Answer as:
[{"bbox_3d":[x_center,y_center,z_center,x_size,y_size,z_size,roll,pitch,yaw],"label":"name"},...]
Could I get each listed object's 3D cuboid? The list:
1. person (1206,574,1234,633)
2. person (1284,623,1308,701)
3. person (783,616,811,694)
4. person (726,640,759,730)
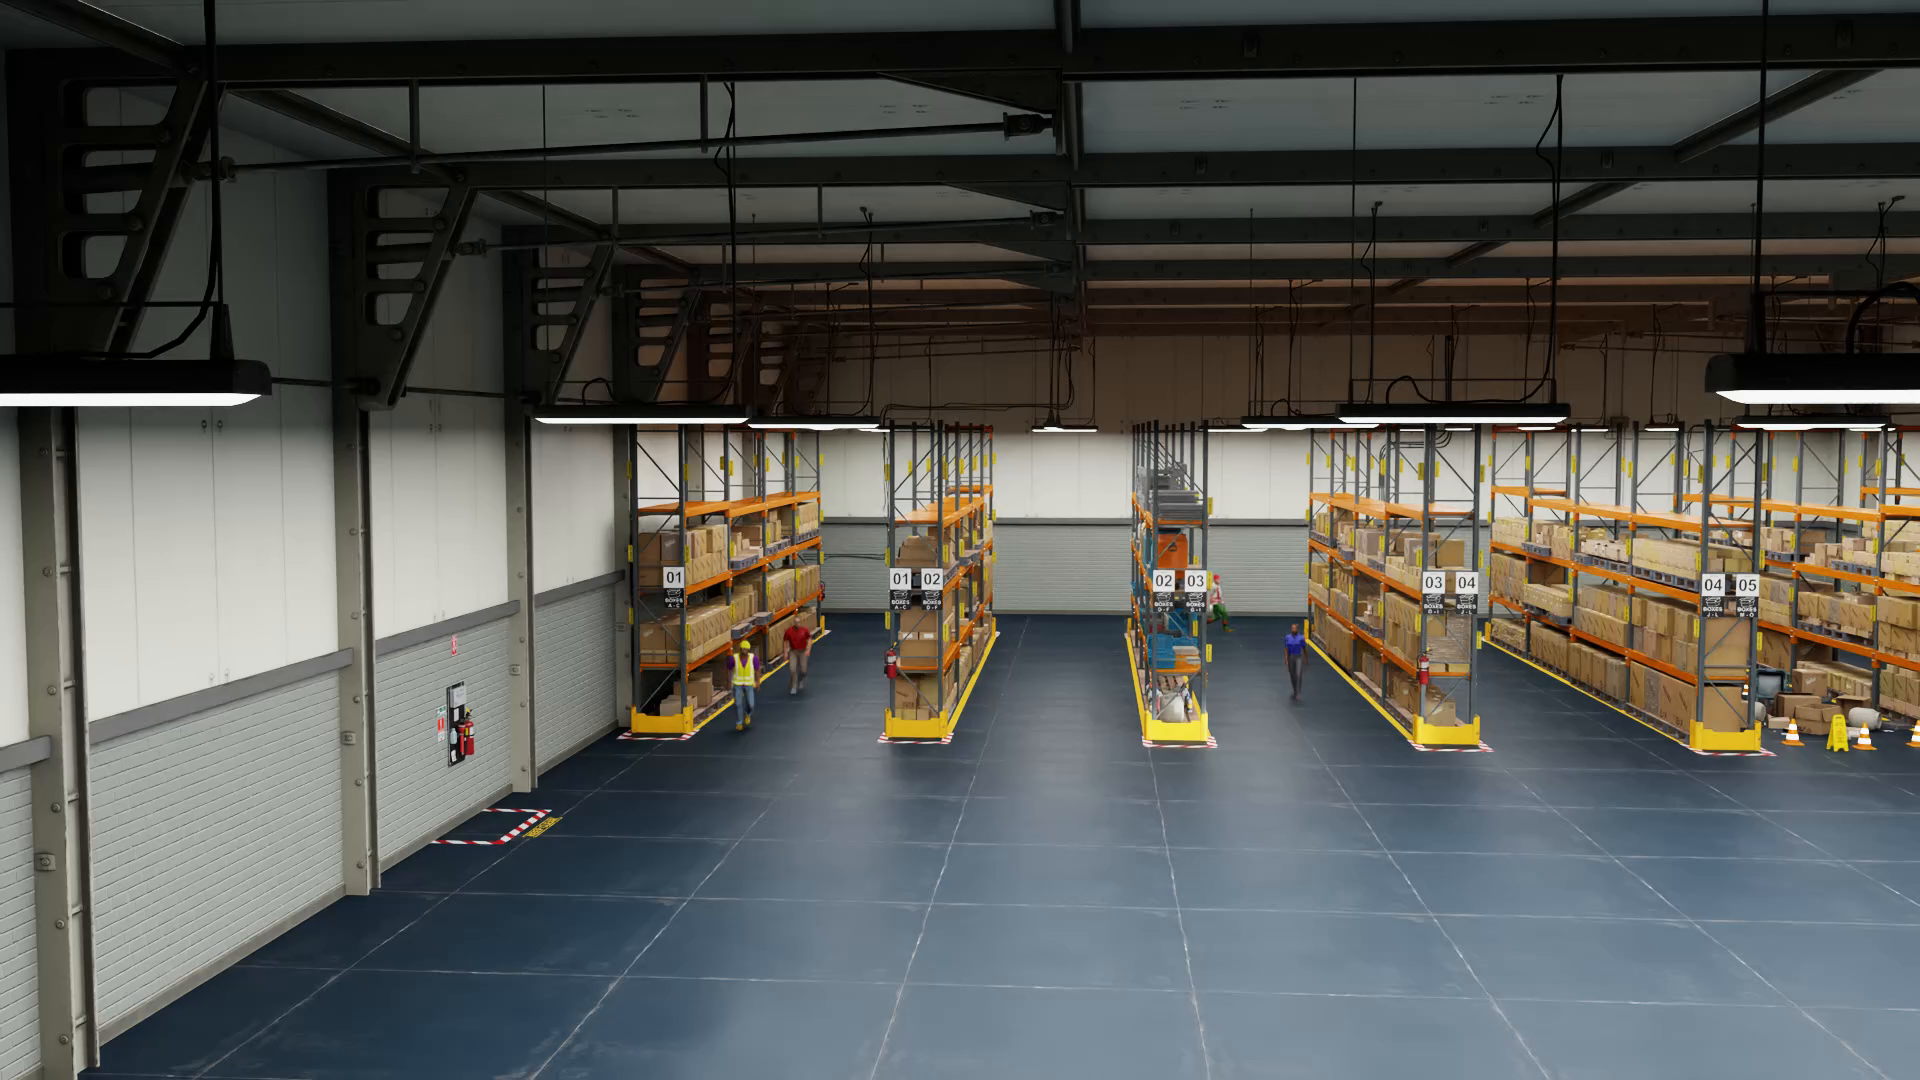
[{"bbox_3d":[7.456,1.830,48.195,1.013,1.683,0.530,1,4,22],"label":"person"},{"bbox_3d":[7.268,2.611,36.058,0.489,1.626,0.867,2,4,29],"label":"person"},{"bbox_3d":[-3.629,2.538,37.012,0.634,1.713,0.633,0,4,-7],"label":"person"},{"bbox_3d":[-4.236,2.809,32.397,0.642,1.743,0.625,-1,4,-14],"label":"person"}]
